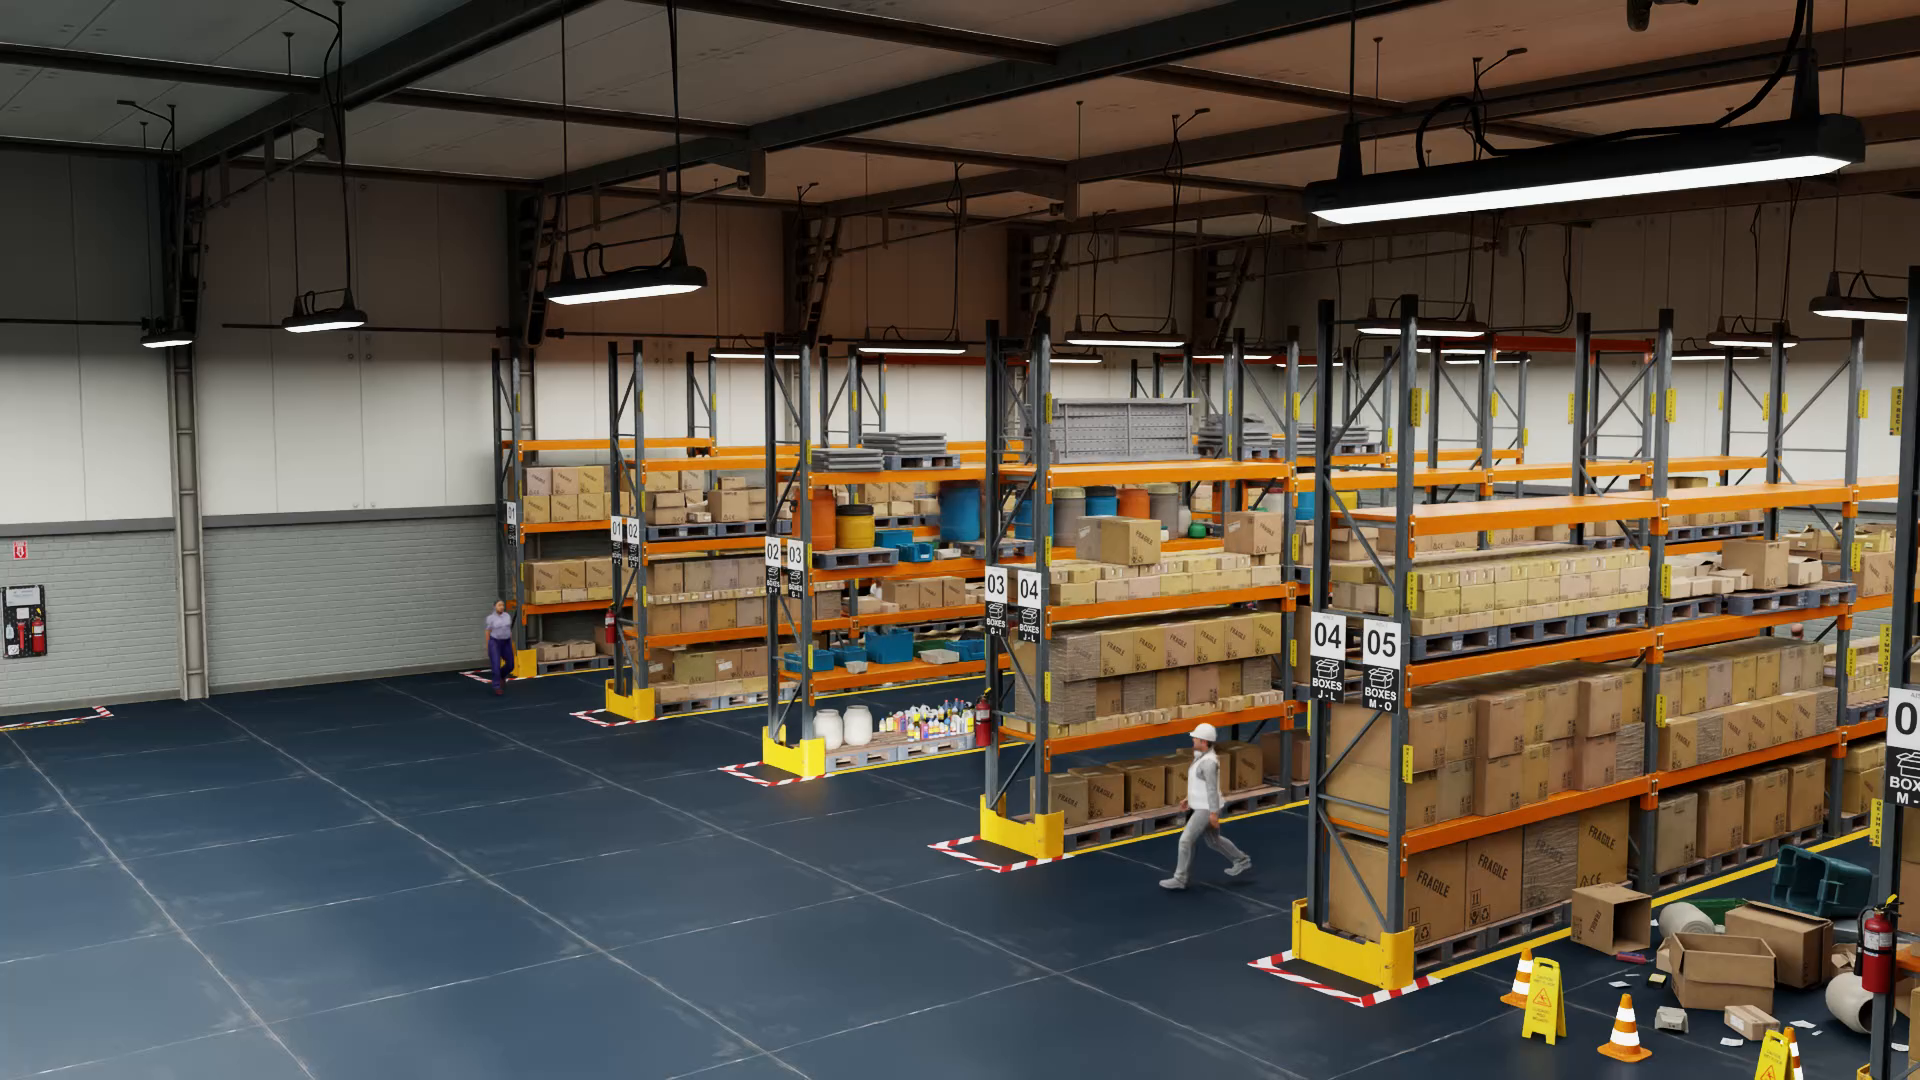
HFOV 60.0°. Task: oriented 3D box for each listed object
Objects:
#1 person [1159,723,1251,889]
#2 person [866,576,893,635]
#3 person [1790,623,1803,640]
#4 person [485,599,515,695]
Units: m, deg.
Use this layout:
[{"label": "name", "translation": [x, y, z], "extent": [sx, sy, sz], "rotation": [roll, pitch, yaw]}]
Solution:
[{"label": "person", "translation": [2.582, 2.766, 17.402], "extent": [1.064, 1.725, 0.597], "rotation": [-1, 5, -9]}, {"label": "person", "translation": [-1.486, 1.434, 32.567], "extent": [1.009, 1.740, 0.569], "rotation": [-4, 7, -40]}, {"label": "person", "translation": [12.520, 2.114, 24.995], "extent": [0.492, 1.722, 0.566], "rotation": [-1, 5, -16]}, {"label": "person", "translation": [-7.963, 1.818, 28.661], "extent": [0.473, 1.633, 0.591], "rotation": [-4, 6, -37]}]
